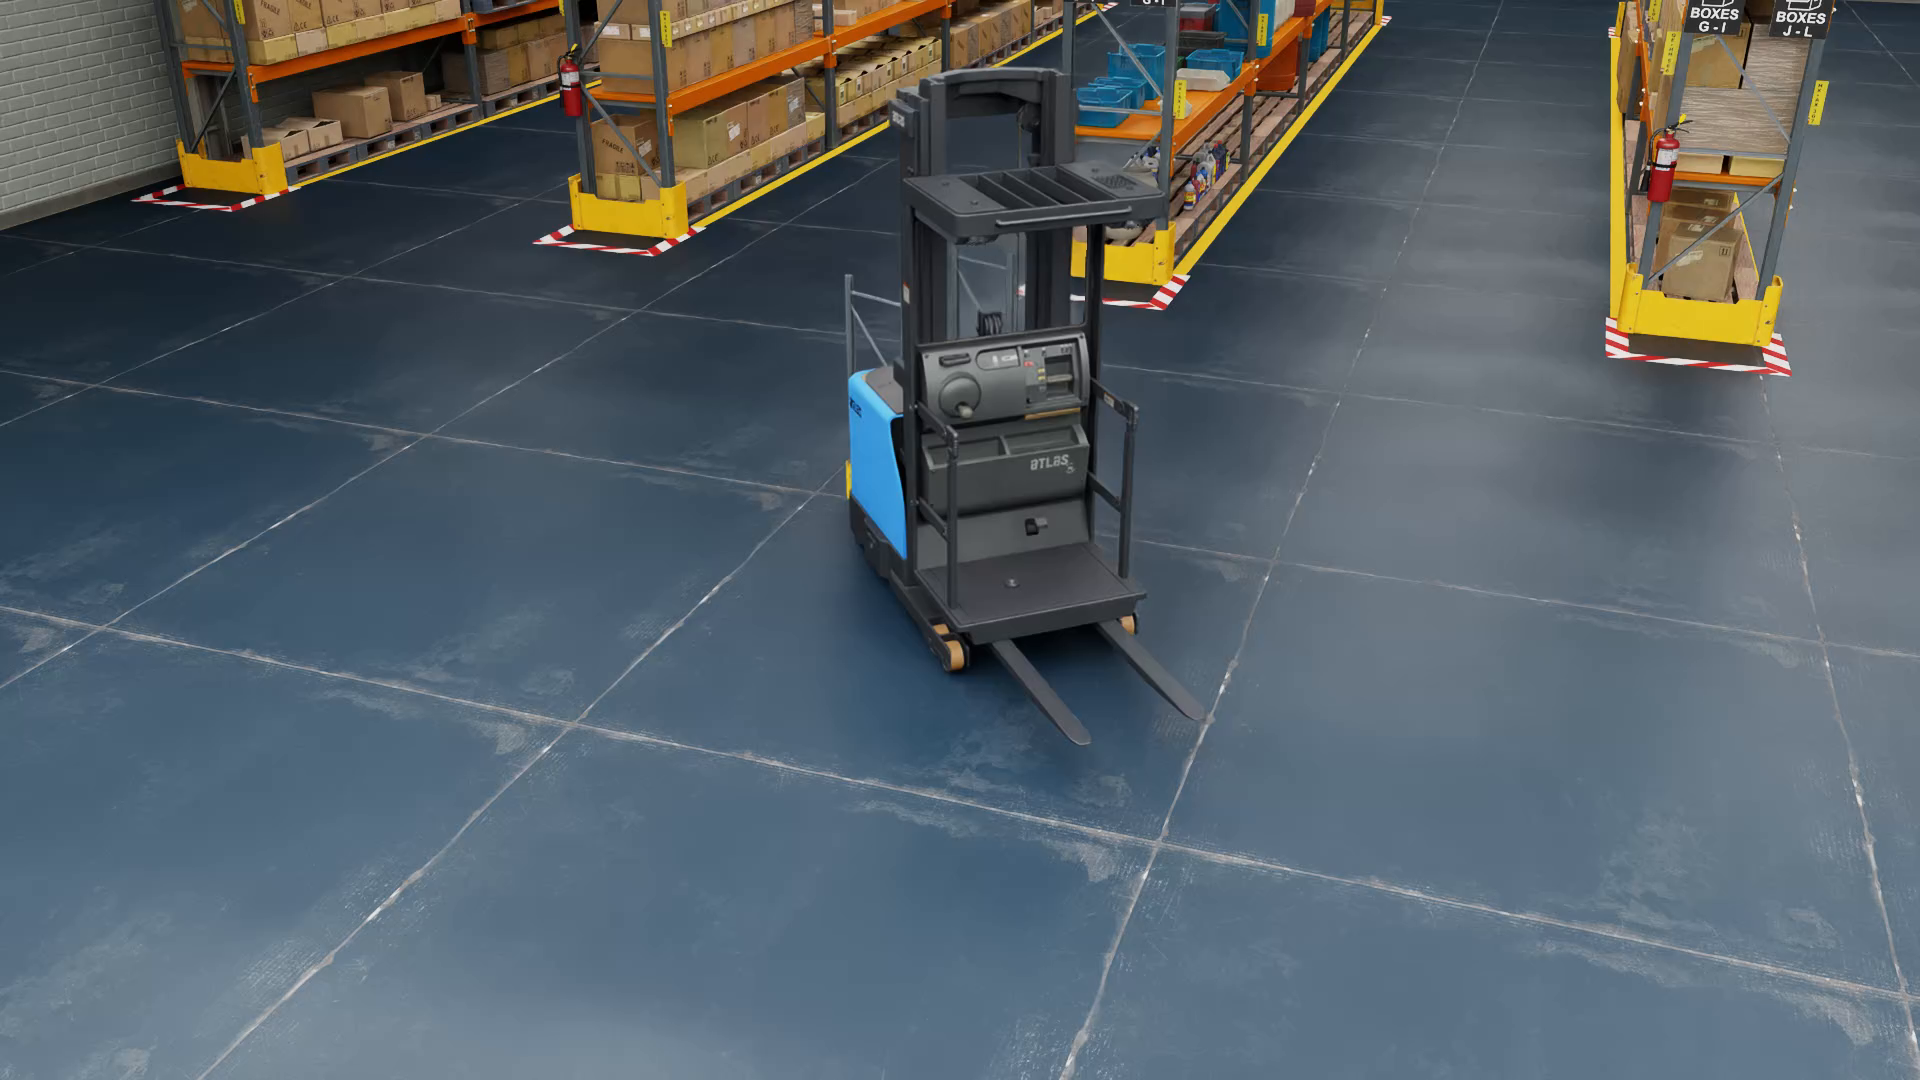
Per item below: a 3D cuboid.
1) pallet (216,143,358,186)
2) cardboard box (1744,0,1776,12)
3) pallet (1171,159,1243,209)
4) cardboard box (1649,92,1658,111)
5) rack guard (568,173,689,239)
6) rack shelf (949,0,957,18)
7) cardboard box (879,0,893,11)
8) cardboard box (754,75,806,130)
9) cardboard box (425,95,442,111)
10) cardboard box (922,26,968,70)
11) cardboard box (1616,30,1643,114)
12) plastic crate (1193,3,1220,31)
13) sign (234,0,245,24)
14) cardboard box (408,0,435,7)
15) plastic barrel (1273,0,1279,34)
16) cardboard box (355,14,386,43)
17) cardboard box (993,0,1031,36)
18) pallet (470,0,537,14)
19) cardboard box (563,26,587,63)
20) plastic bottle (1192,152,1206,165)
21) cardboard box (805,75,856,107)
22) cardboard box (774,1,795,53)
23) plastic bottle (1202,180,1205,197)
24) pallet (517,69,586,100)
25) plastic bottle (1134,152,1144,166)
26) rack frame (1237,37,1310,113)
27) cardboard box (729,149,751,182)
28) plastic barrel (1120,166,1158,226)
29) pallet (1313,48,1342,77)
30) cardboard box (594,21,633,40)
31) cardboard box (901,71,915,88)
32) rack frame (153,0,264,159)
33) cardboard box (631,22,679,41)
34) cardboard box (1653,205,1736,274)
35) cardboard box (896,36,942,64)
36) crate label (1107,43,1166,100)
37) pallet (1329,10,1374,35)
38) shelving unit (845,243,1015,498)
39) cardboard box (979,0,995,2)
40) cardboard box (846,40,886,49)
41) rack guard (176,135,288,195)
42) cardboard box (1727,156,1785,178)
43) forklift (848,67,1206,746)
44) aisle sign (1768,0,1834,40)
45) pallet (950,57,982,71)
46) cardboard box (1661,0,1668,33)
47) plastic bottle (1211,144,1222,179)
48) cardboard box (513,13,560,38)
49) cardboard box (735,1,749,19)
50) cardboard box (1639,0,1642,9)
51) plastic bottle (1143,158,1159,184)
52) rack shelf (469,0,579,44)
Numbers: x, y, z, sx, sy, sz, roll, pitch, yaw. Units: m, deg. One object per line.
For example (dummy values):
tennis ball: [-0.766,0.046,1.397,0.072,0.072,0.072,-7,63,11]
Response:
pallet: [-7.637,-4.296,18.881,1.003,0.211,1.213,9,27,17]
cardboard box: [6.825,-4.262,14.007,0.500,0.500,0.500,9,27,17]
pallet: [2.445,-3.873,18.008,1.003,0.211,1.213,9,27,17]
cardboard box: [6.674,-4.114,15.593,0.380,0.149,0.250,9,27,17]
rack guard: [-3.301,-3.340,16.574,1.175,0.500,0.348,9,27,17]
rack shelf: [0.034,-8.260,24.694,1.077,0.370,4.000,9,27,17]
cardboard box: [-1.174,-7.115,21.389,0.500,0.500,0.500,7,27,15]
cardboard box: [-2.088,-4.981,18.909,0.500,0.500,0.500,9,27,17]
cardboard box: [-6.785,-5.534,20.983,0.380,0.166,0.250,5,26,11]
cardboard box: [-0.210,-6.981,23.589,0.500,0.500,0.500,10,28,20]
cardboard box: [8.959,-5.837,20.820,1.225,0.875,0.875,7,27,15]
plastic crate: [2.781,-5.890,18.991,0.392,0.384,0.575,9,27,17]
sign: [-7.454,-5.502,17.179,0.100,0.325,0.005,9,27,17]
cardboard box: [-6.661,-6.669,19.871,0.500,0.500,0.500,9,27,17]
plastic barrel: [3.477,-6.122,19.297,0.433,0.535,0.433,0,26,0]
cardboard box: [-6.999,-5.919,19.181,0.500,0.250,0.500,9,27,18]
cardboard box: [0.806,-8.234,26.179,0.500,0.500,0.500,9,27,17]
pallet: [-6.243,-7.042,21.572,1.003,0.211,1.213,9,27,17]
cardboard box: [-5.775,-7.054,23.740,0.700,0.500,0.500,9,27,17]
plastic bottle: [2.553,-3.996,17.683,0.152,0.276,0.135,9,27,17]
cardboard box: [-1.590,-5.456,20.106,0.500,0.311,0.500,9,27,18]
cardboard box: [-2.273,-5.762,18.594,0.700,0.500,0.500,8,27,17]
plastic bottle: [2.454,-3.616,16.982,0.097,0.201,0.097,0,26,0]
pallet: [-5.973,-6.403,23.233,1.003,0.211,1.213,9,27,17]
plastic bottle: [1.843,-3.880,17.357,0.144,0.351,0.185,9,27,17]
rack frame: [4.039,-7.042,21.353,1.000,3.000,0.127,9,27,17]
cardboard box: [-2.575,-4.025,17.795,0.500,0.250,0.500,9,27,17]
plastic barrel: [1.690,-3.311,16.020,0.421,0.512,0.421,0,26,0]
pallet: [5.074,-7.120,24.713,1.003,0.211,1.213,9,27,17]
cardboard box: [-3.346,-4.996,16.268,0.380,0.149,0.250,8,27,17]
cardboard box: [-0.915,-6.043,21.963,0.500,0.250,0.500,9,27,19]
rack frame: [-7.966,-5.191,17.530,1.000,3.000,0.127,9,27,17]
cardboard box: [-2.960,-4.941,16.155,0.380,0.149,0.250,9,27,17]
cardboard box: [6.437,-2.605,14.575,0.500,0.500,0.500,17,30,31]
cardboard box: [-0.573,-6.715,22.707,0.500,0.311,0.500,9,27,19]
crate label: [1.734,-4.566,16.198,0.502,0.435,0.616,9,27,17]
pallet: [6.390,-8.741,28.062,1.003,0.211,1.213,9,27,17]
shelving unit: [-0.173,-1.051,10.700,0.587,1.500,1.083,20,32,35]
cardboard box: [0.309,-8.315,26.346,0.500,0.500,0.500,8,27,15]
cardboard box: [-1.249,-6.576,22.420,0.500,0.311,0.500,8,27,16]
rack guard: [-7.941,-4.097,18.139,1.175,0.500,0.348,9,27,17]
cardboard box: [6.367,-3.006,13.304,0.380,0.149,0.250,9,27,17]
forklift: [0.326,-0.827,8.595,1.130,2.935,3.031,-10,27,-19]
aisle sign: [6.309,-4.137,12.370,0.394,0.787,0.004,9,27,17]
pallet: [-0.347,-6.808,24.069,1.003,0.211,1.213,9,27,17]
cardboard box: [6.824,-4.955,15.439,0.500,0.500,0.500,9,27,17]
plastic bottle: [2.701,-4.019,17.643,0.144,0.351,0.185,7,27,15]
cardboard box: [-5.909,-7.149,23.076,0.500,0.250,0.500,9,27,17]
cardboard box: [-2.447,-5.573,17.459,0.380,0.149,0.250,9,27,18]
cardboard box: [8.981,-7.026,21.204,0.500,0.500,0.500,8,27,16]
plastic bottle: [1.991,-3.836,17.350,0.152,0.276,0.135,9,27,17]
rack shelf: [-5.969,-7.333,22.779,1.077,0.370,4.000,9,27,17]
